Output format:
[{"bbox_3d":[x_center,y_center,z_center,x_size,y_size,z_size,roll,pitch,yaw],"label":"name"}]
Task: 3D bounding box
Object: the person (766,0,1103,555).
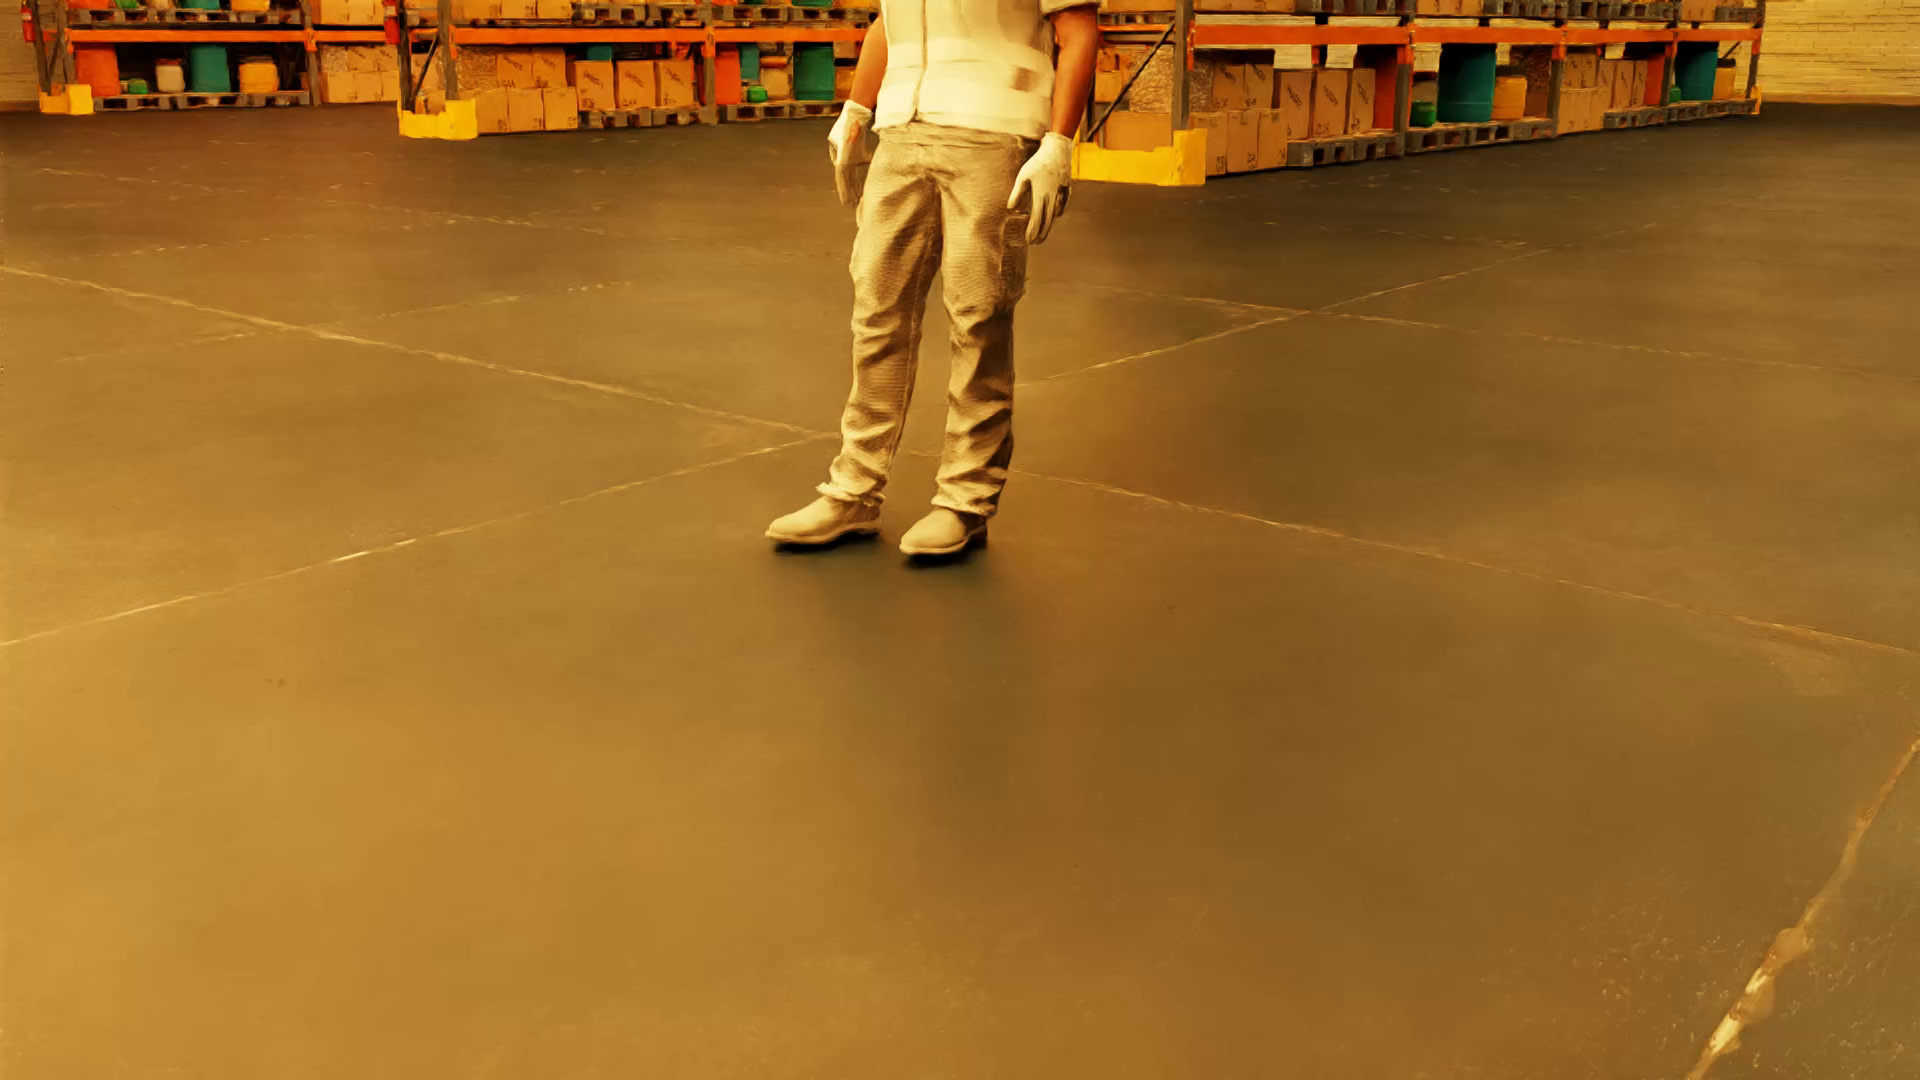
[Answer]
[{"bbox_3d":[-0.052,-0.845,3.633,0.655,1.782,0.576,13,21,37],"label":"person"}]
